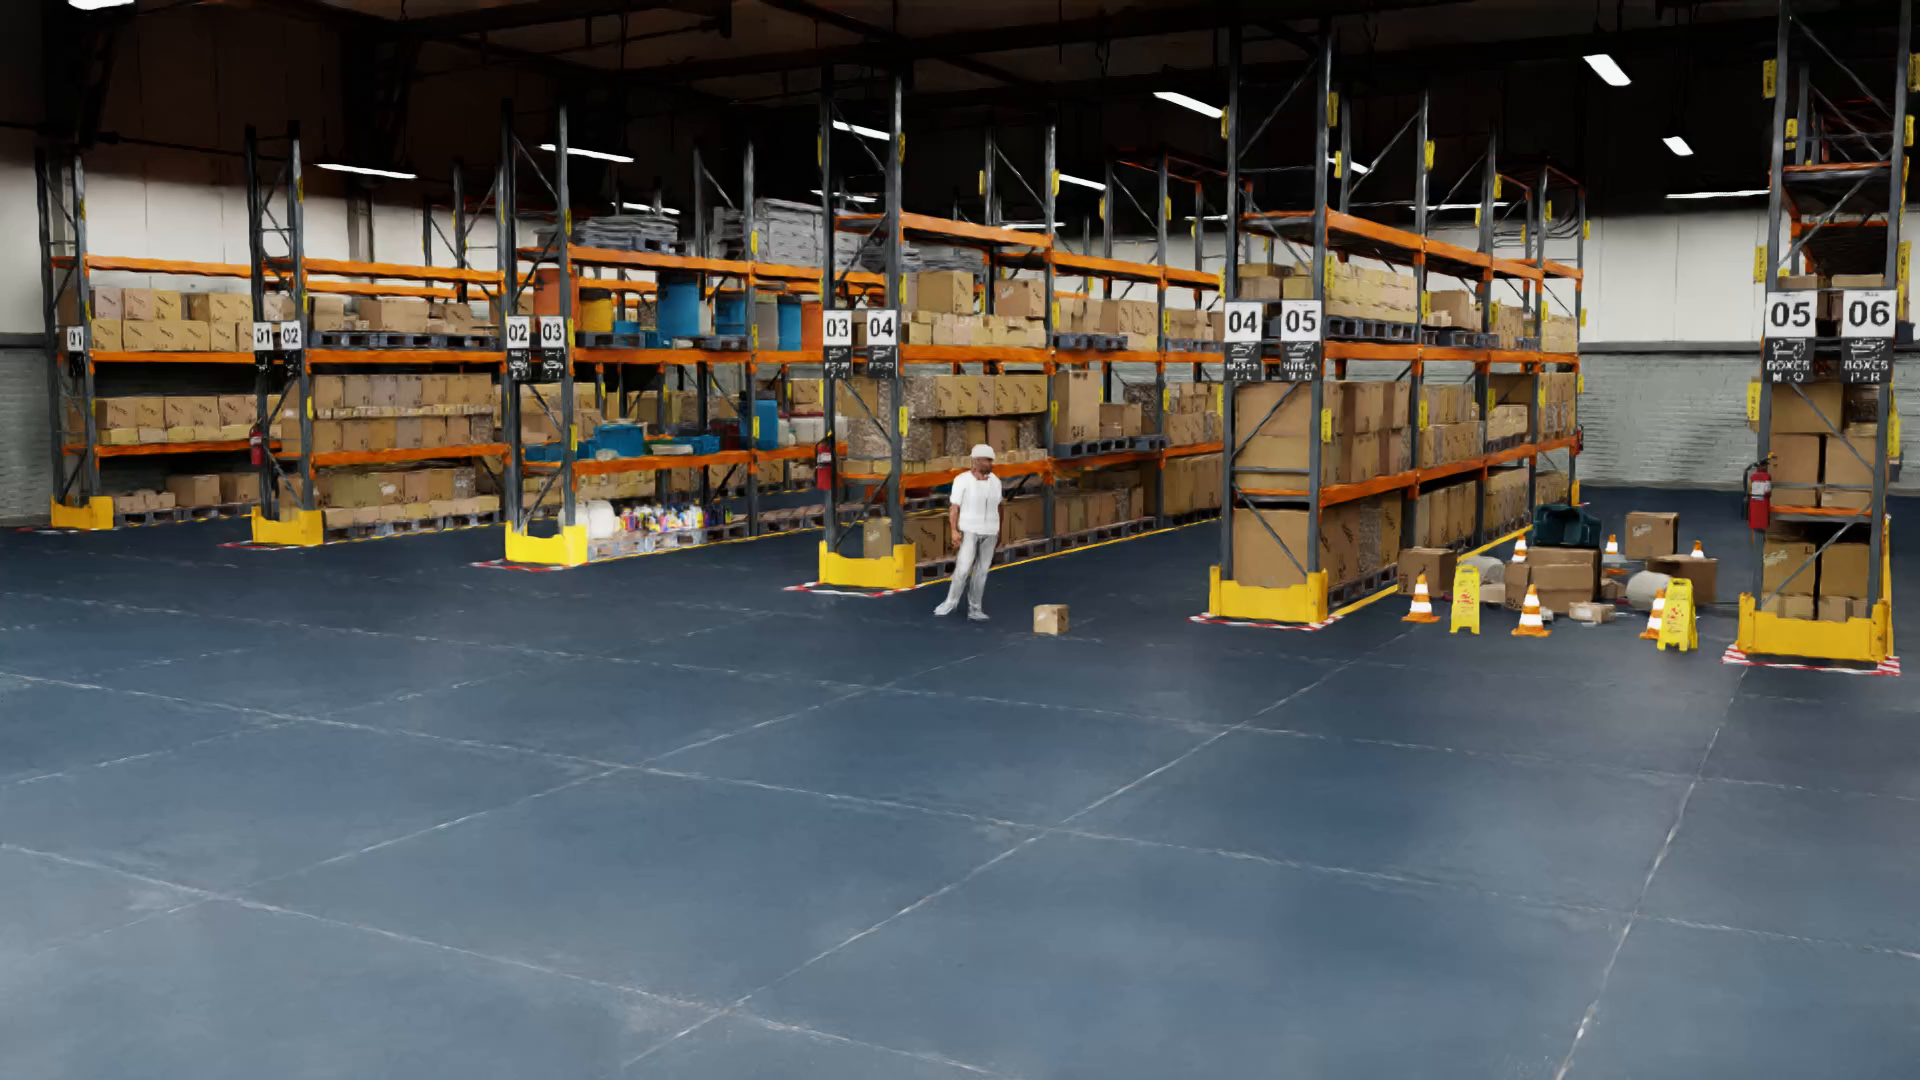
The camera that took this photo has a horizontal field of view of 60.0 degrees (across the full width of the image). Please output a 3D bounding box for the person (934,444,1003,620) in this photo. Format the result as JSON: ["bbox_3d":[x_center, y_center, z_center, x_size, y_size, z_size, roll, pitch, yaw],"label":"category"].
[{"bbox_3d":[0.111,-0.082,16.635,0.729,1.762,0.451,-3,7,-26],"label":"person"}]
